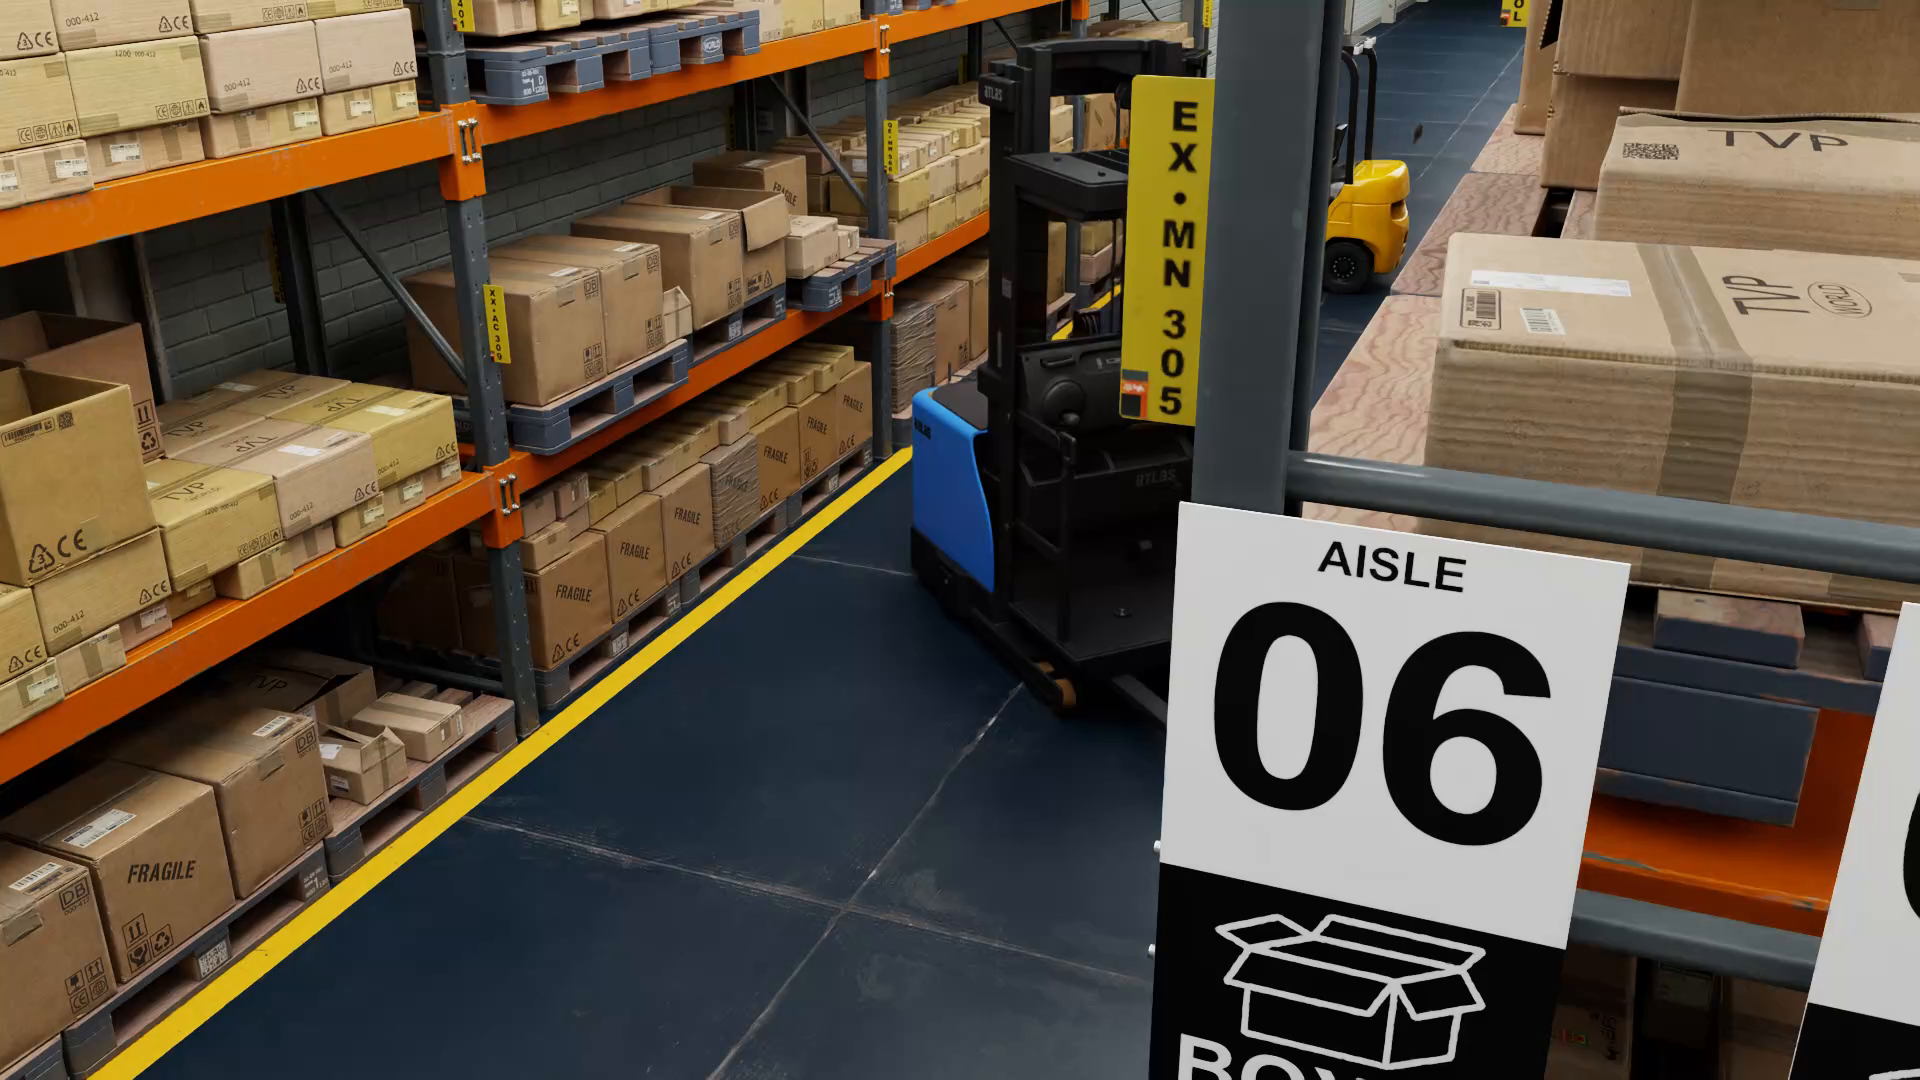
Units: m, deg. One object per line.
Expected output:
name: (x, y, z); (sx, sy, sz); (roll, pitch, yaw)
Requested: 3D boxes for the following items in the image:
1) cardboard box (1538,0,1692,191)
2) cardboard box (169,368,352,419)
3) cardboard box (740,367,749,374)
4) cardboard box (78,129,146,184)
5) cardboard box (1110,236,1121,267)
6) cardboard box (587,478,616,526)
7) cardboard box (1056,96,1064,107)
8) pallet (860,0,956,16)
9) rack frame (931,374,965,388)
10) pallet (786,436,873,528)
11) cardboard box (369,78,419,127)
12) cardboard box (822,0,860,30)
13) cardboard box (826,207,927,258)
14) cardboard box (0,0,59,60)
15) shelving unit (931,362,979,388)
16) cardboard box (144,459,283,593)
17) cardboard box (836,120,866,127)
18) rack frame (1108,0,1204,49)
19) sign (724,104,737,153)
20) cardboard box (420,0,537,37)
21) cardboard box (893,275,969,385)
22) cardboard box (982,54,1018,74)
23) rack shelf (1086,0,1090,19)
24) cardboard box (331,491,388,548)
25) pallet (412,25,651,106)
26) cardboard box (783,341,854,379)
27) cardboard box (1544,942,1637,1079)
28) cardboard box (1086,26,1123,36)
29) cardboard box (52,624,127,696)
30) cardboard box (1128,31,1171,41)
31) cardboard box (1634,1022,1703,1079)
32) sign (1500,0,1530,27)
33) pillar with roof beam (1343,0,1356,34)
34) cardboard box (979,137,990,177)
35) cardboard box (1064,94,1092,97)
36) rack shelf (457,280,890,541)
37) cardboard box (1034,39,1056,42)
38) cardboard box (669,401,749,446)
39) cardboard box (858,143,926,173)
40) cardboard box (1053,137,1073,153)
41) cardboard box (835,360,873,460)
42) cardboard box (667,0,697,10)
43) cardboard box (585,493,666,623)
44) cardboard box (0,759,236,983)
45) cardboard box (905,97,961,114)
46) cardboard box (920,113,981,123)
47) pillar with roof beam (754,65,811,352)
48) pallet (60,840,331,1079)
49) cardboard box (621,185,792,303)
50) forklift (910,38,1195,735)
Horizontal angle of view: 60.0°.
cardboard box: (1.717, -1.042, 3.651); (0.797, 0.503, 0.637); (11, 25, 24)
cardboard box: (-2.857, -0.496, 6.854); (0.500, 0.250, 0.500); (8, 24, 19)
cardboard box: (-1.543, -1.104, 10.359); (0.380, 0.149, 0.250); (10, 25, 22)
cardboard box: (-2.793, -1.212, 5.194); (0.380, 0.149, 0.250); (9, 24, 21)
cardboard box: (1.211, -2.664, 15.258); (0.500, 0.250, 0.500); (8, 24, 19)
cardboard box: (-1.926, -0.200, 8.194); (0.380, 0.149, 0.250); (7, 24, 17)
cardboard box: (0.629, -3.621, 13.555); (0.380, 0.149, 0.250); (10, 25, 22)
pallet: (-0.767, -3.550, 10.711); (1.213, 0.211, 1.003); (10, 25, 22)
rack frame: (-0.065, -0.422, 9.397); (0.200, 1.050, 0.008); (9, 24, 20)
pallet: (-1.249, -0.449, 10.552); (1.003, 0.211, 1.213); (9, 24, 20)
cardboard box: (-2.281, -1.664, 6.275); (0.380, 0.149, 0.250); (9, 24, 20)
cardboard box: (-0.902, -3.094, 9.569); (0.500, 0.250, 0.500); (8, 24, 18)
cardboard box: (-0.545, -2.052, 10.966); (0.500, 0.250, 0.500); (9, 24, 20)
cardboard box: (-2.950, -1.486, 4.683); (0.500, 0.250, 0.500); (9, 24, 21)
shelving unit: (-0.020, -0.465, 9.502); (0.215, 1.050, 0.252); (9, 24, 20)
cardboard box: (-2.755, -0.059, 5.809); (0.500, 0.250, 0.500); (9, 24, 20)
cardboard box: (-0.661, -2.862, 11.740); (0.380, 0.149, 0.250); (9, 24, 20)
rack frame: (2.035, -4.861, 17.495); (1.000, 3.000, 0.127); (9, 24, 20)
sign: (-1.453, -2.610, 10.605); (0.100, 0.325, 0.005); (9, 24, 20)
cardboard box: (-1.942, -2.124, 6.704); (0.380, 0.149, 0.250); (9, 24, 21)
cardboard box: (-0.457, -1.552, 12.110); (0.875, 0.625, 0.625); (10, 25, 22)
cardboard box: (0.388, -4.069, 14.243); (0.380, 0.149, 0.250); (9, 24, 20)
rack shelf: (1.292, -5.197, 15.342); (1.077, 0.370, 4.000); (9, 24, 20)
cardboard box: (-2.457, -0.107, 6.441); (0.380, 0.149, 0.250); (9, 24, 21)
pallet: (-2.115, -2.087, 7.207); (1.213, 0.211, 1.003); (9, 24, 20)
cardboard box: (-0.885, -1.124, 10.407); (0.380, 0.149, 0.250); (8, 24, 17)
cardboard box: (0.649, 0.610, 2.128); (0.380, 0.149, 0.250); (9, 24, 21)
cardboard box: (1.393, -4.982, 16.428); (0.380, 0.149, 0.250); (9, 24, 20)
cardboard box: (-2.928, 0.352, 5.342); (0.380, 0.149, 0.250); (9, 24, 21)
cardboard box: (1.808, -4.807, 16.010); (0.380, 0.149, 0.250); (9, 24, 21)
cardboard box: (1.145, 0.936, 2.191); (0.500, 0.500, 0.500); (8, 24, 19)
sign: (1.680, -1.699, 4.955); (0.100, 0.325, 0.005); (9, 24, 20)
pillar with roof beam: (11.623, -13.334, 29.996); (9.100, 9.000, 0.400); (9, 24, 20)
cardboard box: (0.020, -2.833, 12.187); (0.500, 0.250, 0.500); (9, 24, 21)
cardboard box: (0.912, -3.851, 14.107); (0.380, 0.149, 0.250); (8, 24, 19)
rack shelf: (-1.679, -0.950, 9.066); (1.077, 0.370, 4.000); (9, 24, 20)
cardboard box: (0.893, -4.523, 15.329); (0.380, 0.149, 0.250); (8, 24, 19)
cardboard box: (-1.403, -0.654, 9.281); (0.380, 0.149, 0.250); (8, 24, 18)
cardboard box: (-0.447, -2.511, 10.898); (0.380, 0.149, 0.250); (9, 24, 21)
cardboard box: (0.605, -3.142, 13.575); (0.500, 0.250, 0.500); (9, 24, 21)
cardboard box: (-0.894, -0.856, 10.606); (0.500, 0.500, 0.500); (10, 24, 22)
cardboard box: (-1.462, -2.580, 7.794); (0.380, 0.149, 0.250); (9, 24, 21)
cardboard box: (-1.845, 0.060, 8.412); (0.500, 0.500, 0.500); (8, 24, 19)
cardboard box: (-2.950, 1.144, 5.817); (0.500, 0.500, 0.500); (9, 24, 21)
cardboard box: (-0.214, -3.322, 12.840); (0.380, 0.149, 0.250); (9, 24, 20)
cardboard box: (-0.068, -2.985, 12.034); (0.380, 0.149, 0.250); (9, 24, 20)
pillar with roof beam: (2.708, -4.745, 9.435); (9.100, 9.000, 0.400); (9, 24, 20)
pallet: (-3.130, 1.404, 6.115); (1.003, 0.211, 1.213); (9, 24, 20)
cardboard box: (-1.371, -1.629, 9.078); (0.797, 0.503, 0.637); (8, 24, 19)
forklift: (0.811, -0.730, 7.694); (1.130, 2.935, 3.031); (-10, 25, -23)
